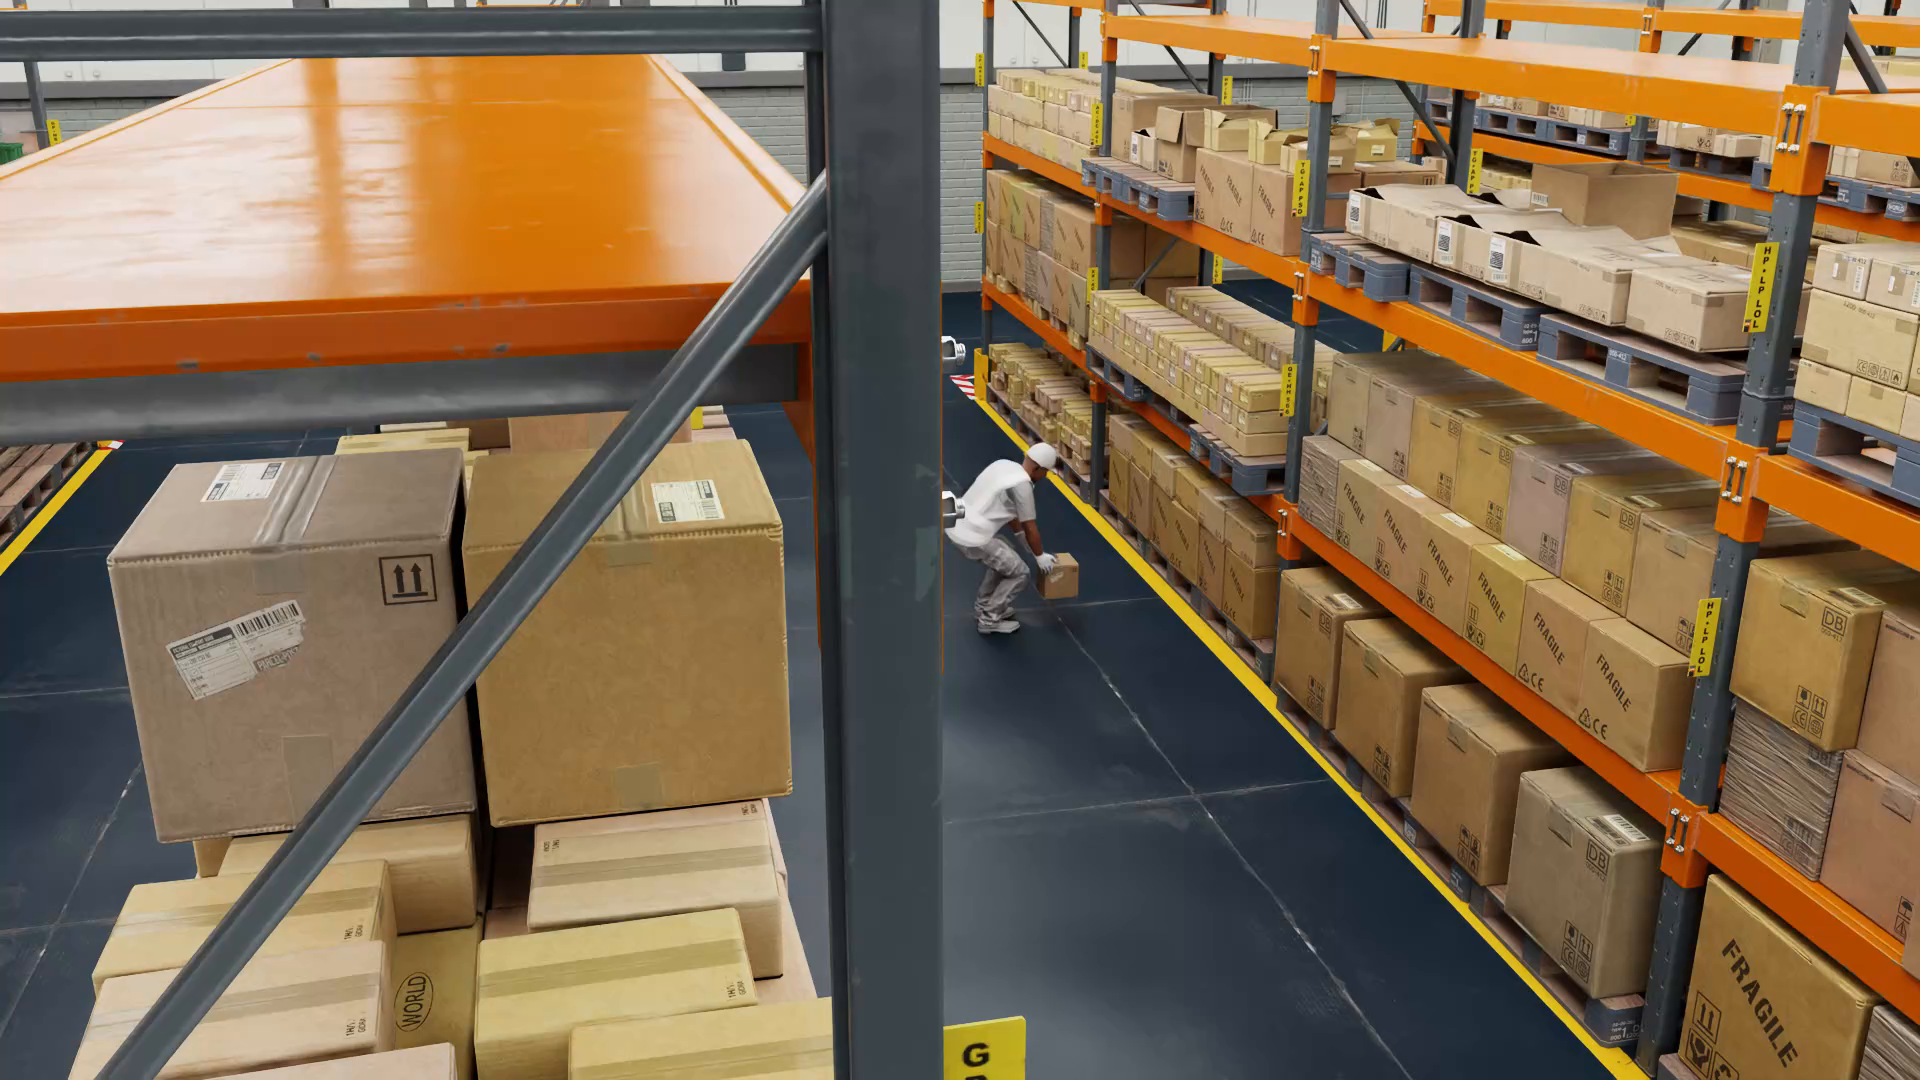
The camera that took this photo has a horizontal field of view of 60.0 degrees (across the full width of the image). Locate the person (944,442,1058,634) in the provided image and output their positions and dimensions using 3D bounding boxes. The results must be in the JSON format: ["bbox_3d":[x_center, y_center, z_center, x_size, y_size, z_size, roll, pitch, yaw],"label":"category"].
[{"bbox_3d":[0.293,-0.035,11.833,0.813,1.322,0.612,-4,20,-12],"label":"person"}]
